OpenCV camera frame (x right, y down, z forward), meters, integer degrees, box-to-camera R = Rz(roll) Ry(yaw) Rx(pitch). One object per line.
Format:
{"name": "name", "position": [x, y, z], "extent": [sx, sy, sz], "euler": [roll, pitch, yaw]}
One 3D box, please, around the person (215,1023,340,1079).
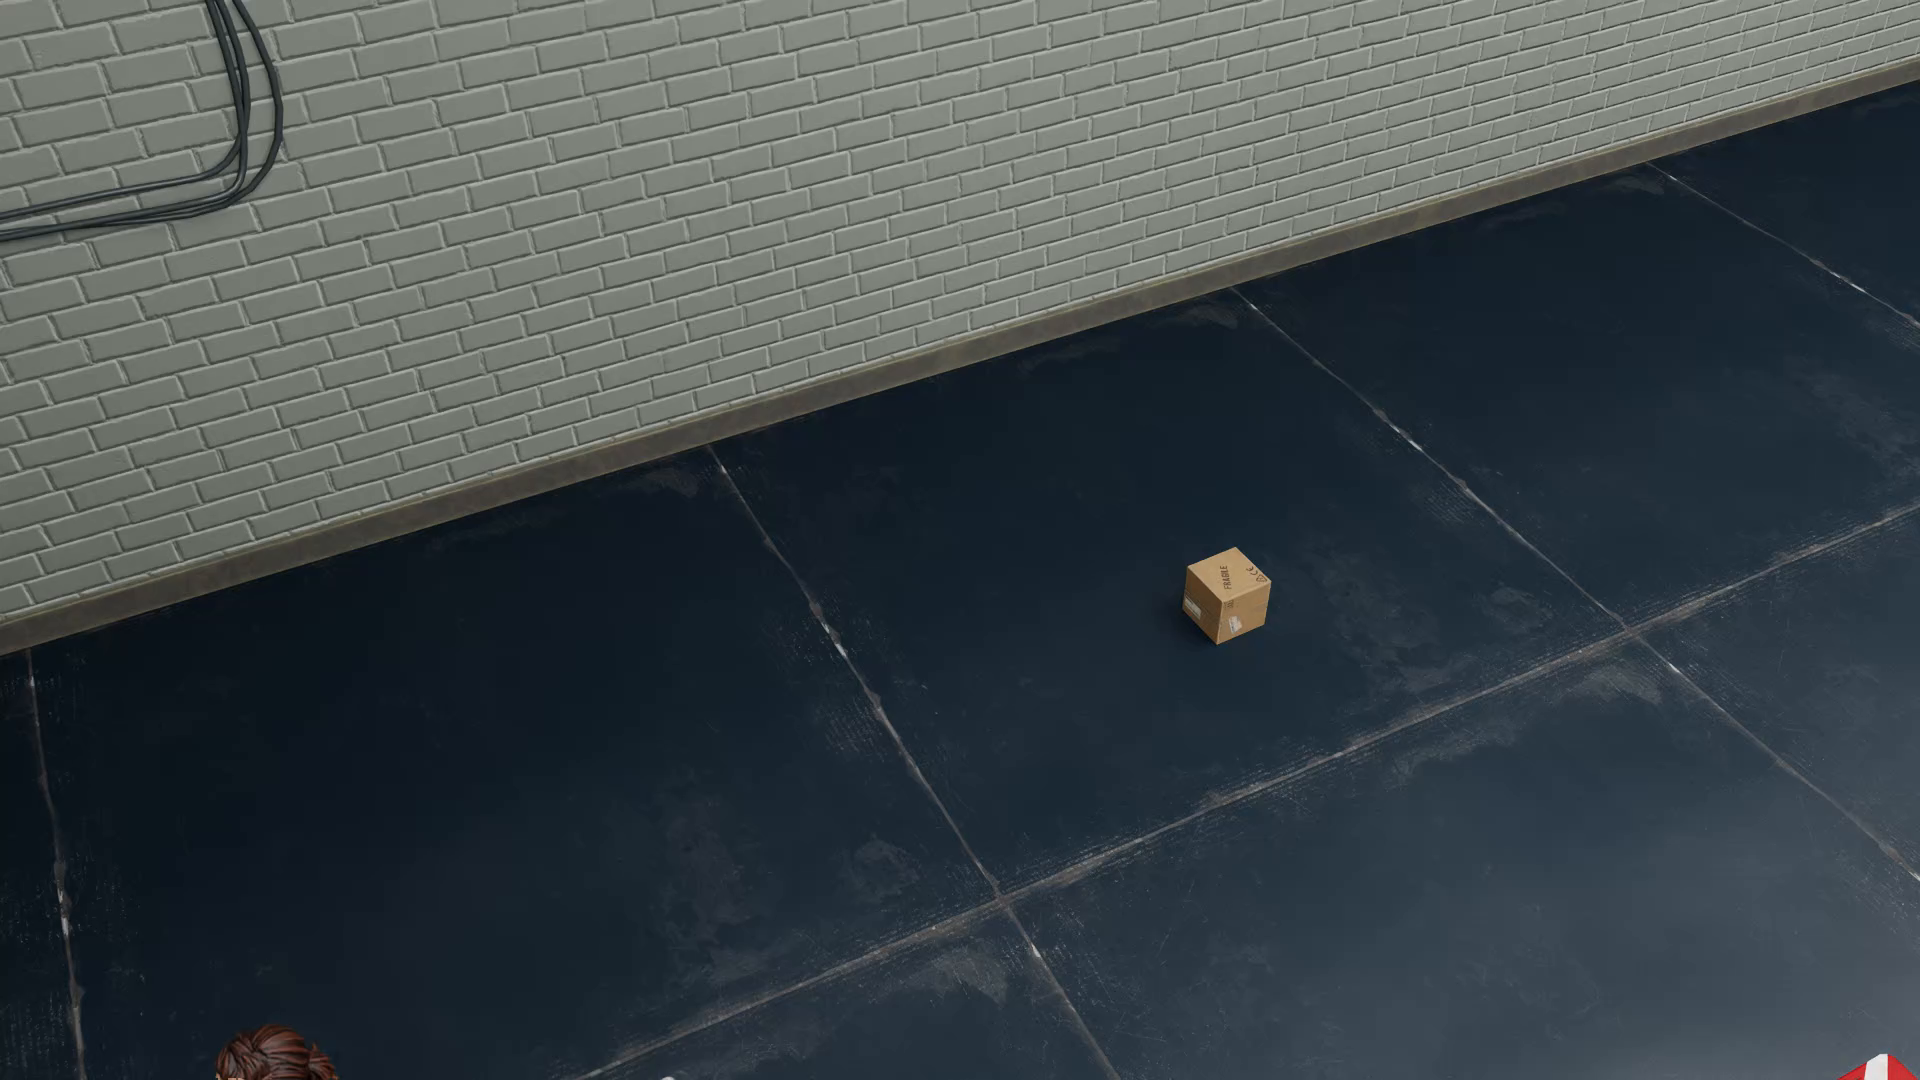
{"name": "person", "position": [-1.650, 1.752, 4.172], "extent": [0.465, 1.618, 1.020], "euler": [30, 49, 29]}
